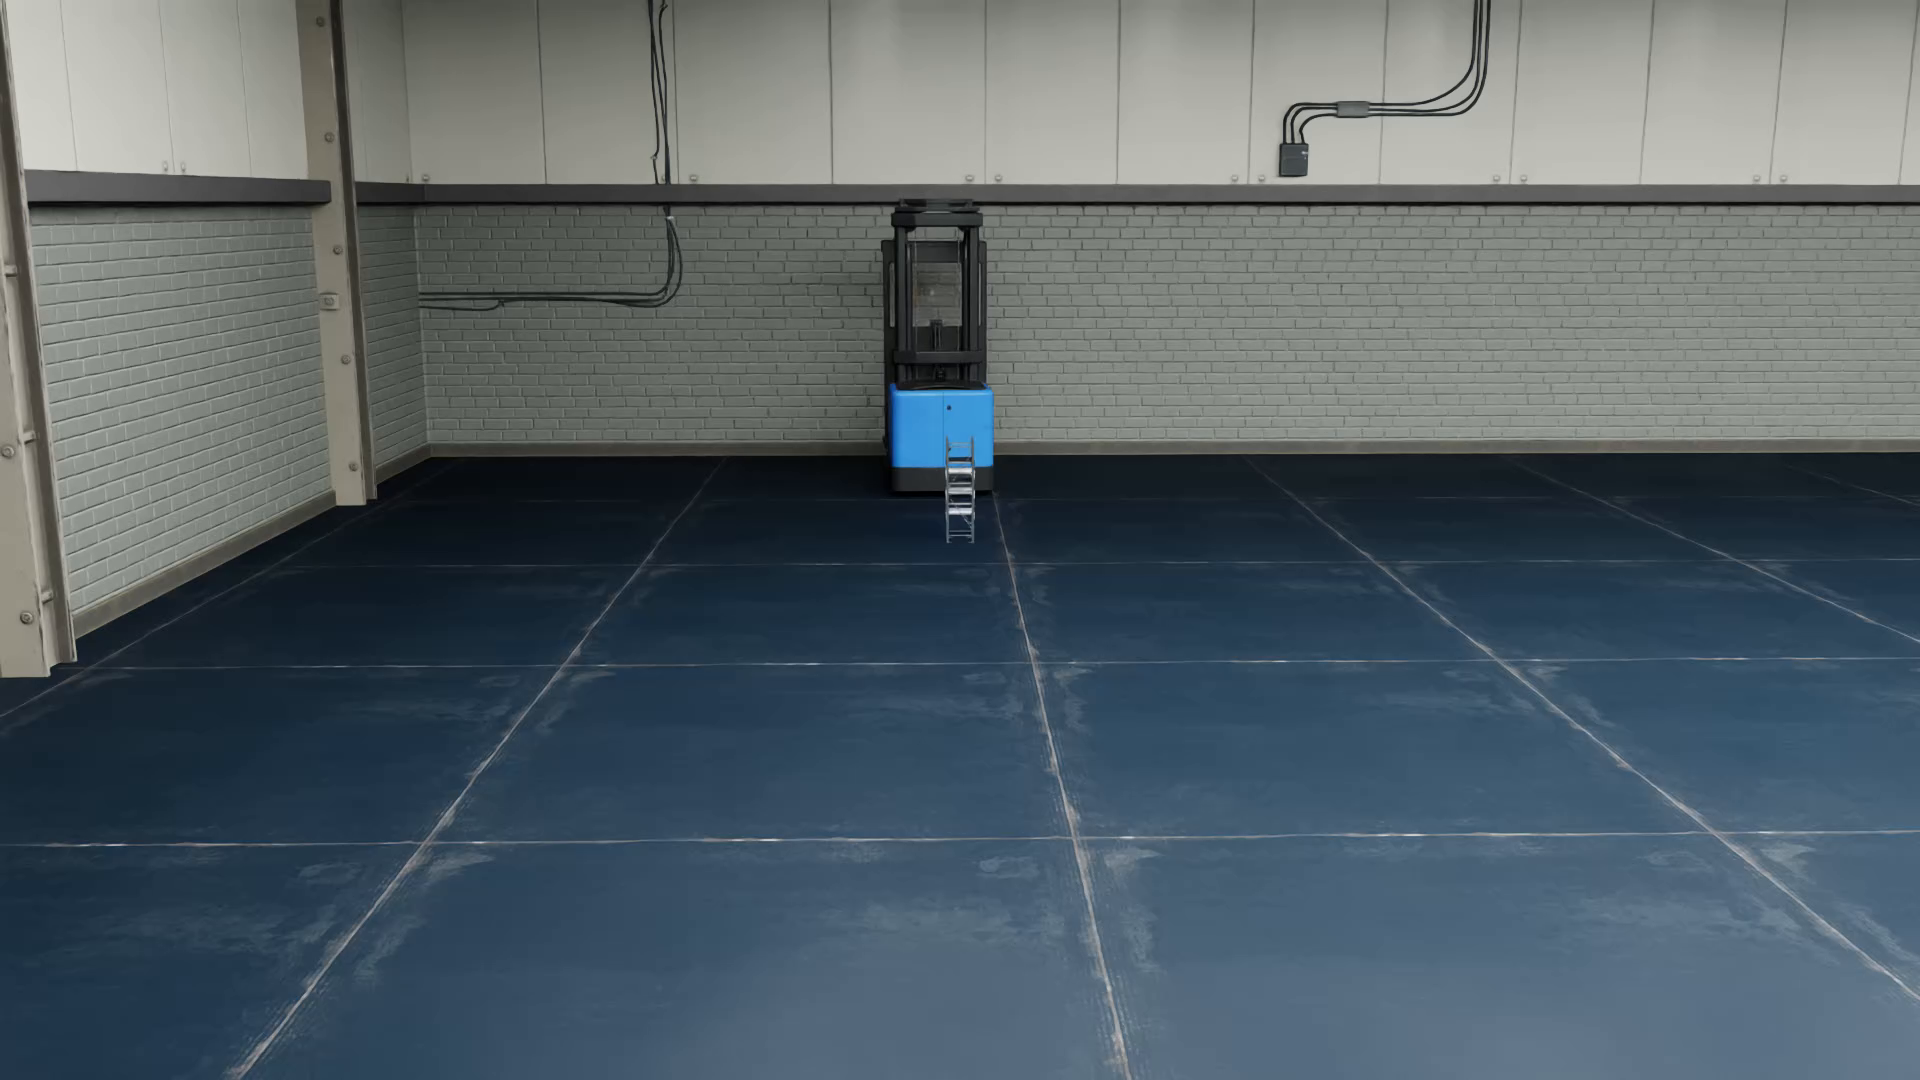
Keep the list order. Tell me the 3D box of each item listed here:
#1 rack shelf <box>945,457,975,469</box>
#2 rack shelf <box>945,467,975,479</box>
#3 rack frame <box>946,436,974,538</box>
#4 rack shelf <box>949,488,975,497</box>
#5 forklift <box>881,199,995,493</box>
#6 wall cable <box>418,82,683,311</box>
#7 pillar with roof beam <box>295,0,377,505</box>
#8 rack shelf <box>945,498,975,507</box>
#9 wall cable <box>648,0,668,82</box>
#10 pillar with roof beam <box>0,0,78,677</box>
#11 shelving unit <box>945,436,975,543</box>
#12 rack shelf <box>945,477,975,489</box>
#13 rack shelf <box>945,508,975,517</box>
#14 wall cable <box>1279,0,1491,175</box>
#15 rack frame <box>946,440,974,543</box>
[{"bbox_3d":[0.000,-0.671,14.415,0.258,0.077,0.200,0,11,-1],"label":"rack shelf"},{"bbox_3d":[0.000,-0.583,14.433,0.258,0.077,0.200,0,11,-1],"label":"rack shelf"},{"bbox_3d":[-0.002,-0.460,14.561,0.240,0.900,0.006,0,11,-1],"label":"rack frame"},{"bbox_3d":[0.000,-0.407,14.468,0.258,0.077,0.200,0,11,-1],"label":"rack shelf"},{"bbox_3d":[-0.282,-2.156,17.815,1.130,2.935,3.031,-1,12,-4],"label":"forklift"},{"bbox_3d":[-4.710,-3.857,18.750,3.097,2.526,0.112,0,11,-1],"label":"wall cable"},{"bbox_3d":[-1.667,-4.806,15.615,9.100,9.000,0.400,0,11,-1],"label":"pillar with roof beam"},{"bbox_3d":[0.000,-0.319,14.486,0.258,0.077,0.200,0,11,-1],"label":"rack shelf"},{"bbox_3d":[-2.005,-6.344,18.303,3.097,2.526,0.112,0,11,-1],"label":"wall cable"},{"bbox_3d":[-1.543,-3.613,9.736,9.100,9.000,0.400,0,11,-1],"label":"pillar with roof beam"},{"bbox_3d":[0.000,-0.439,14.462,0.258,0.900,0.210,0,11,-1],"label":"shelving unit"},{"bbox_3d":[0.000,-0.495,14.450,0.258,0.077,0.200,0,11,-1],"label":"rack shelf"},{"bbox_3d":[0.000,-0.230,14.504,0.258,0.077,0.200,0,11,-1],"label":"rack shelf"},{"bbox_3d":[4.782,-7.082,18.280,2.305,6.003,0.169,0,11,-1],"label":"wall cable"},{"bbox_3d":[0.002,-0.419,14.362,0.240,0.900,0.006,0,11,-1],"label":"rack frame"}]
